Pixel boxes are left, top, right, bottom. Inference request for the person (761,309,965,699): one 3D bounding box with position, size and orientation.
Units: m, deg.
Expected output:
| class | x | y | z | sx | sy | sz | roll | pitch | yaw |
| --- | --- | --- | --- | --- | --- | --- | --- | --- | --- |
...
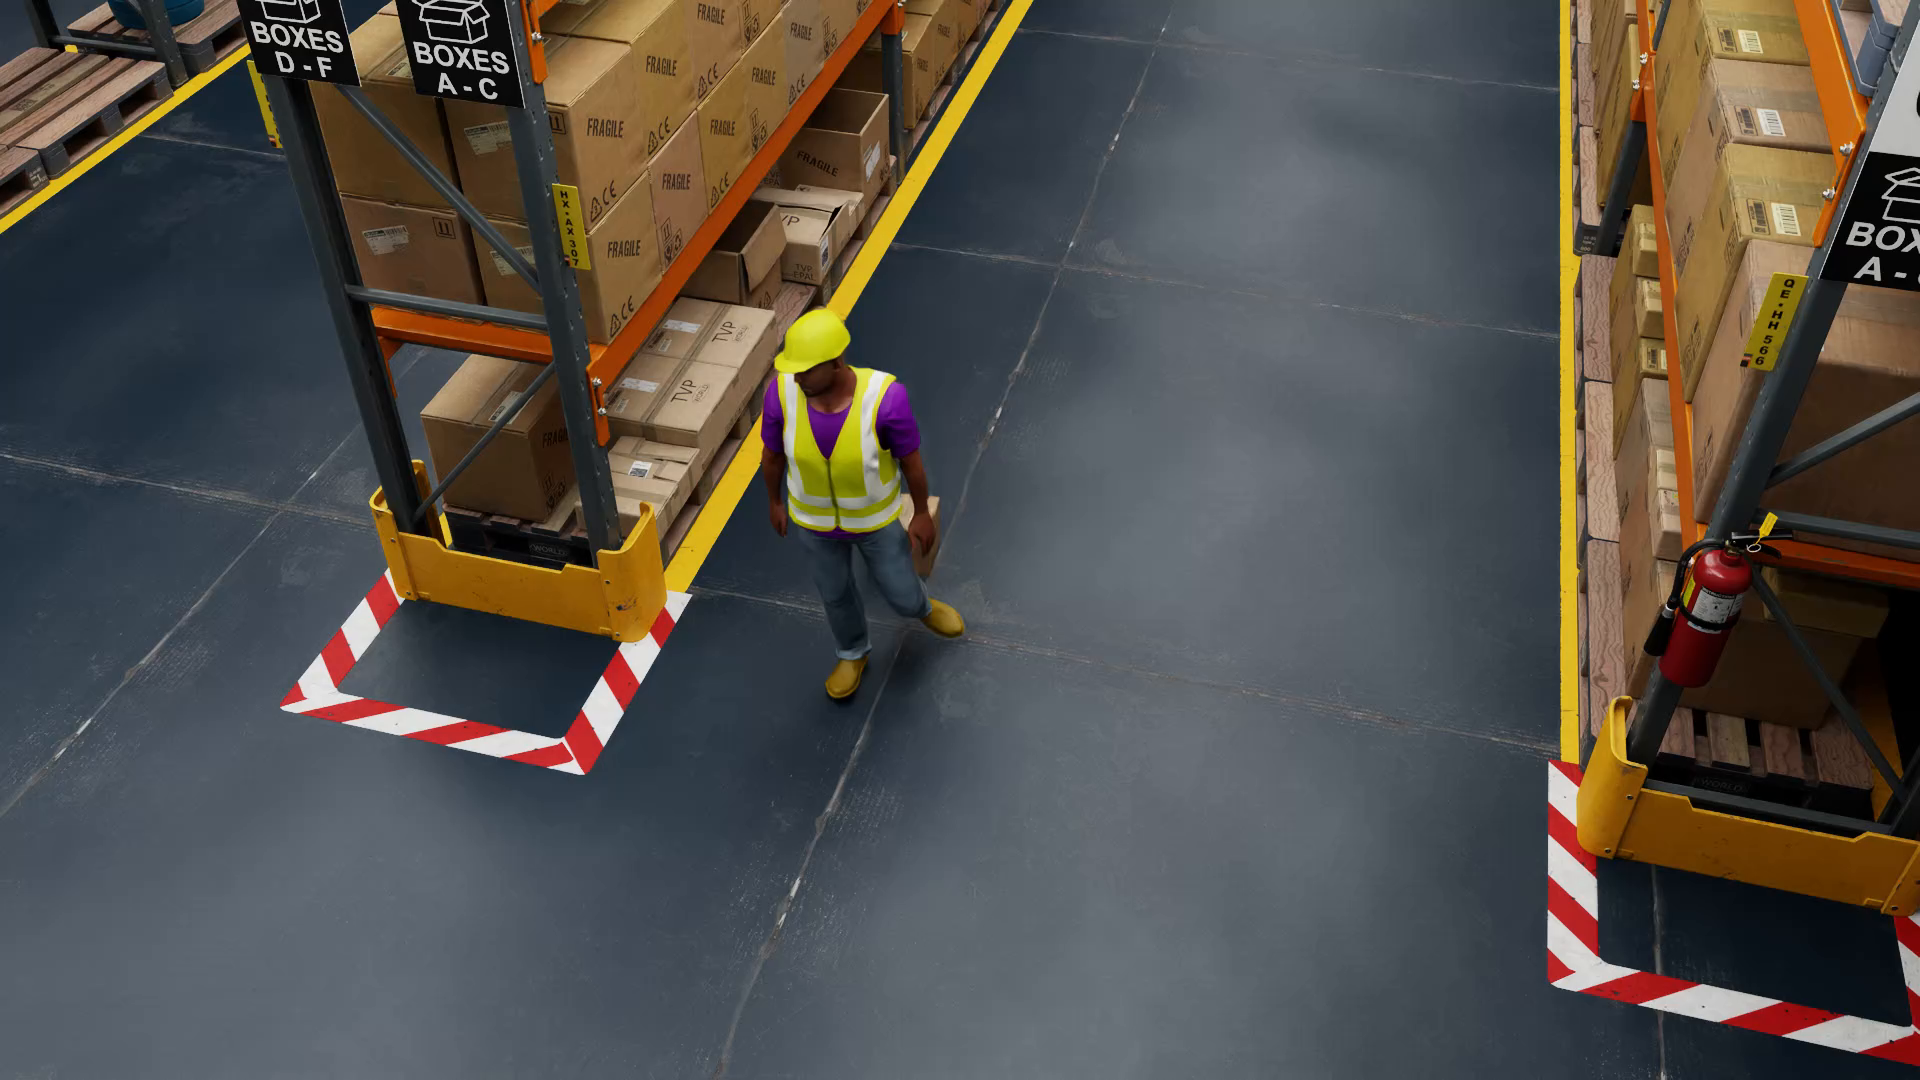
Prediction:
| class | x | y | z | sx | sy | sz | roll | pitch | yaw |
| --- | --- | --- | --- | --- | --- | --- | --- | --- | --- |
| person | -0.364 | -0.155 | 6.311 | 0.746 | 1.767 | 0.515 | 4 | 41 | 5 |
